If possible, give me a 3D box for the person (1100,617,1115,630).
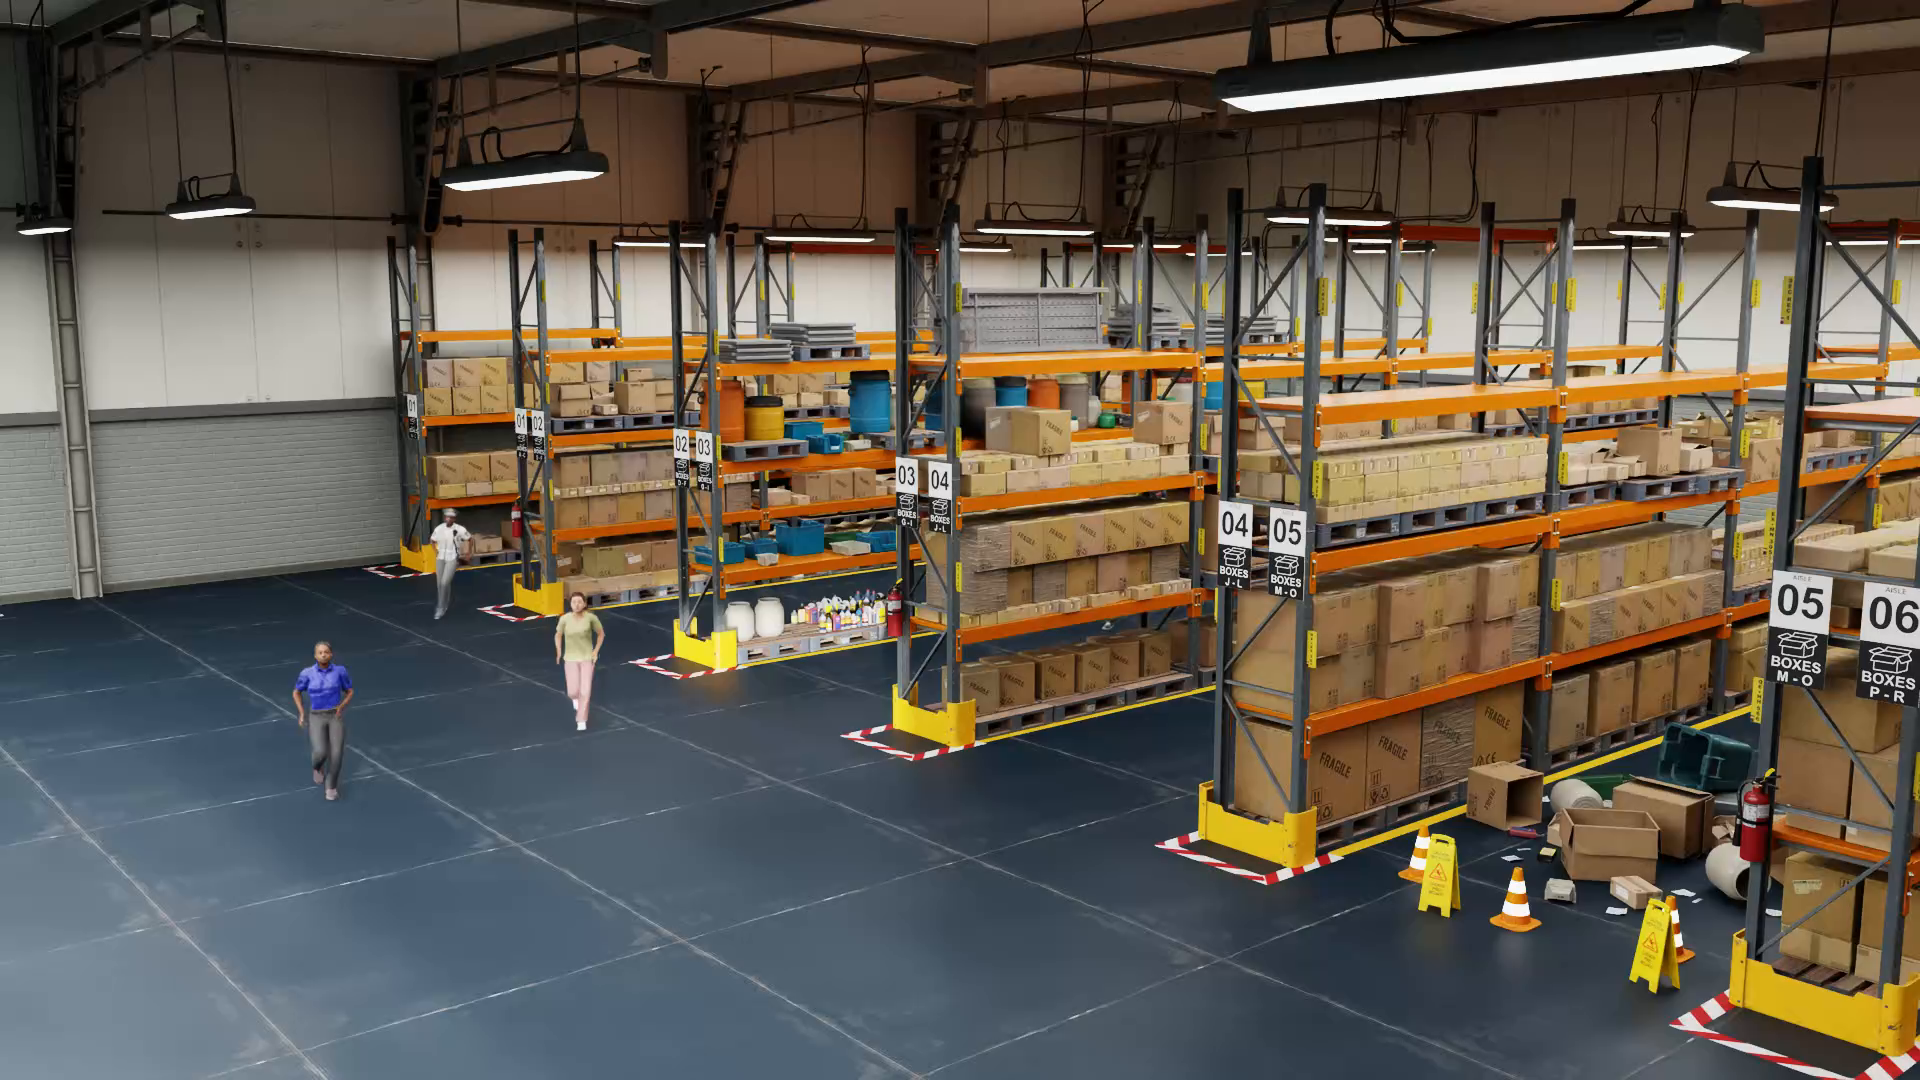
[{"bbox_3d":[2.031,0.502,23.487,0.522,1.581,0.550,6,10,32],"label":"person"}]

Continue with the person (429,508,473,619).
[{"bbox_3d":[-8.008,0.339,26.092,0.646,1.713,0.698,1,9,4],"label":"person"}]

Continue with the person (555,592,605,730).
[{"bbox_3d":[-4.458,1.385,19.544,0.572,1.622,0.623,-1,9,-9],"label":"person"}]

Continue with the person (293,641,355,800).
[{"bbox_3d":[-6.385,1.819,16.754,0.574,1.612,0.558,-4,10,-25],"label":"person"}]
